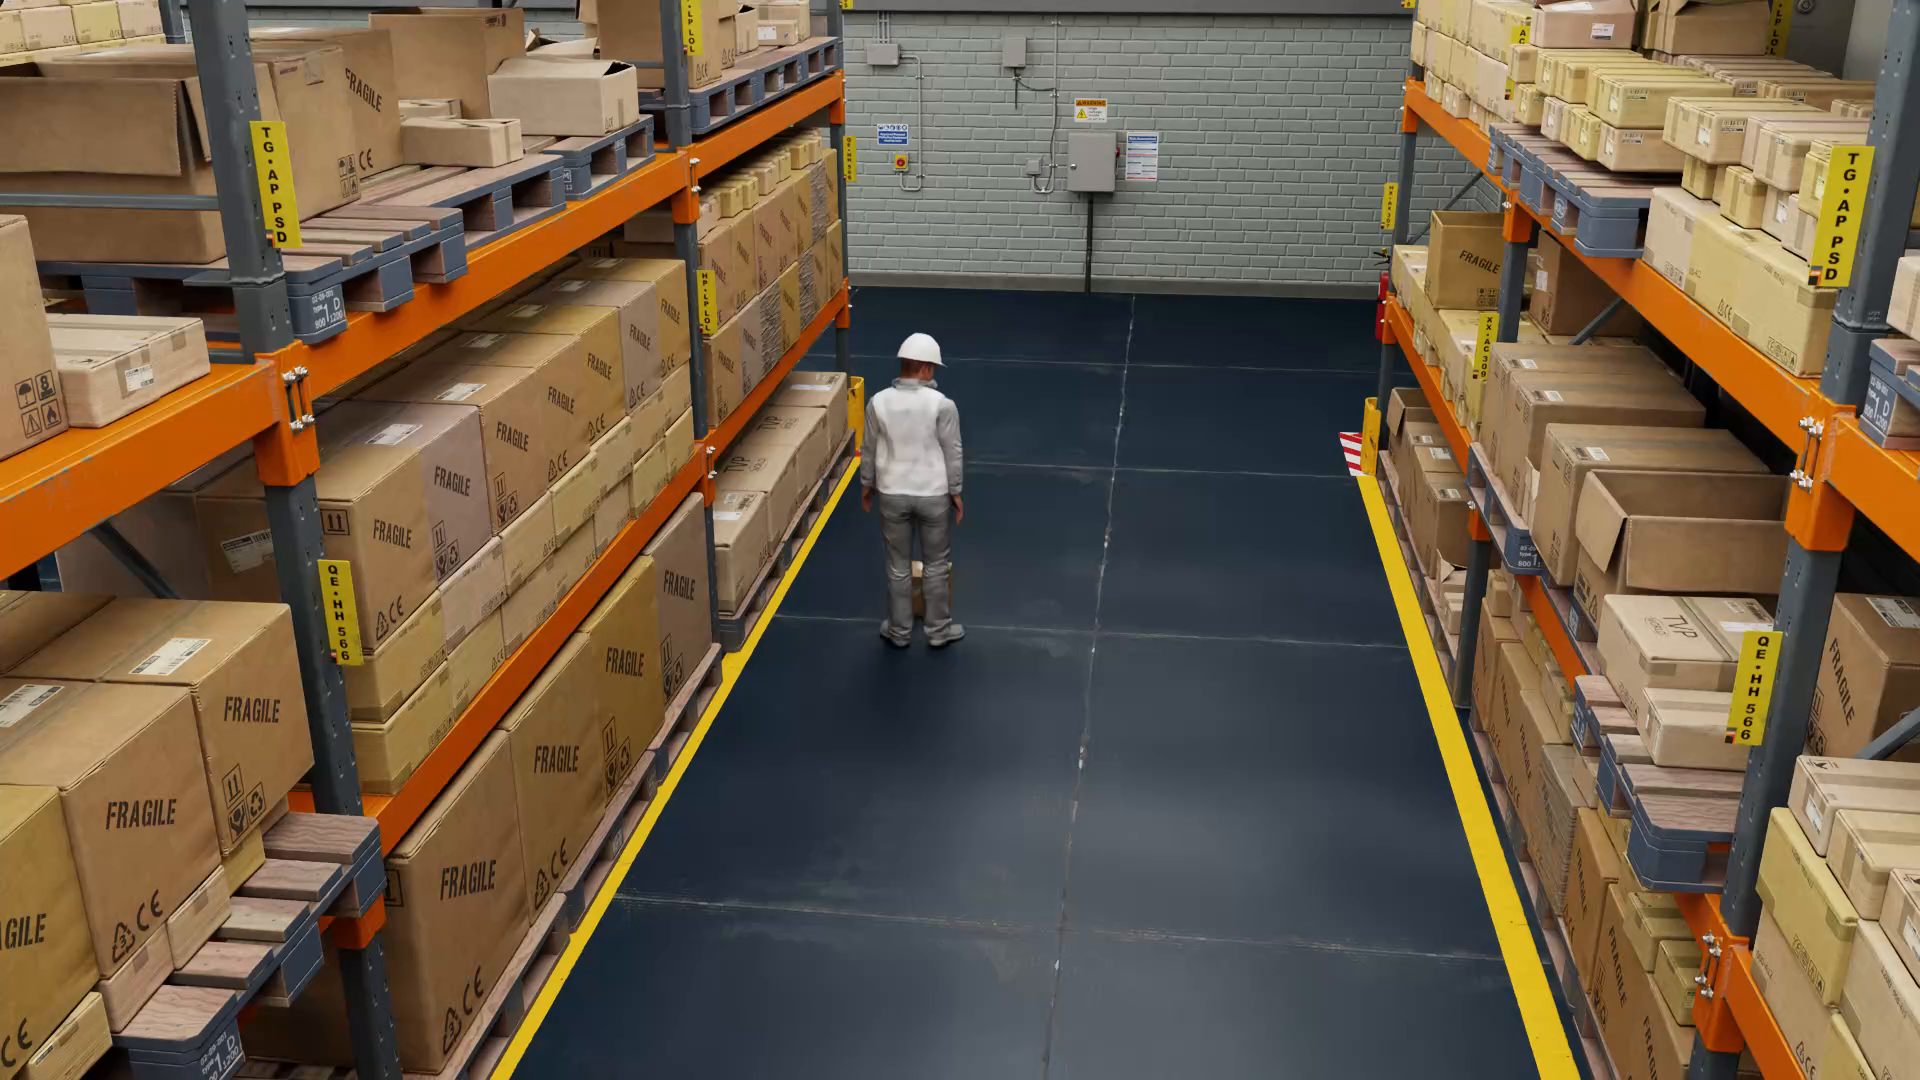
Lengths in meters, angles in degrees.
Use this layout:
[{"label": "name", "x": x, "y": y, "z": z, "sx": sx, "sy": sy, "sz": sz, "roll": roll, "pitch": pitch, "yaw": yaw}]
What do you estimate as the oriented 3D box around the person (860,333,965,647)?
[{"label": "person", "x": -0.266, "y": -0.258, "z": 9.202, "sx": 0.592, "sy": 1.785, "sz": 0.393, "roll": 3, "pitch": 21, "yaw": 7}]
